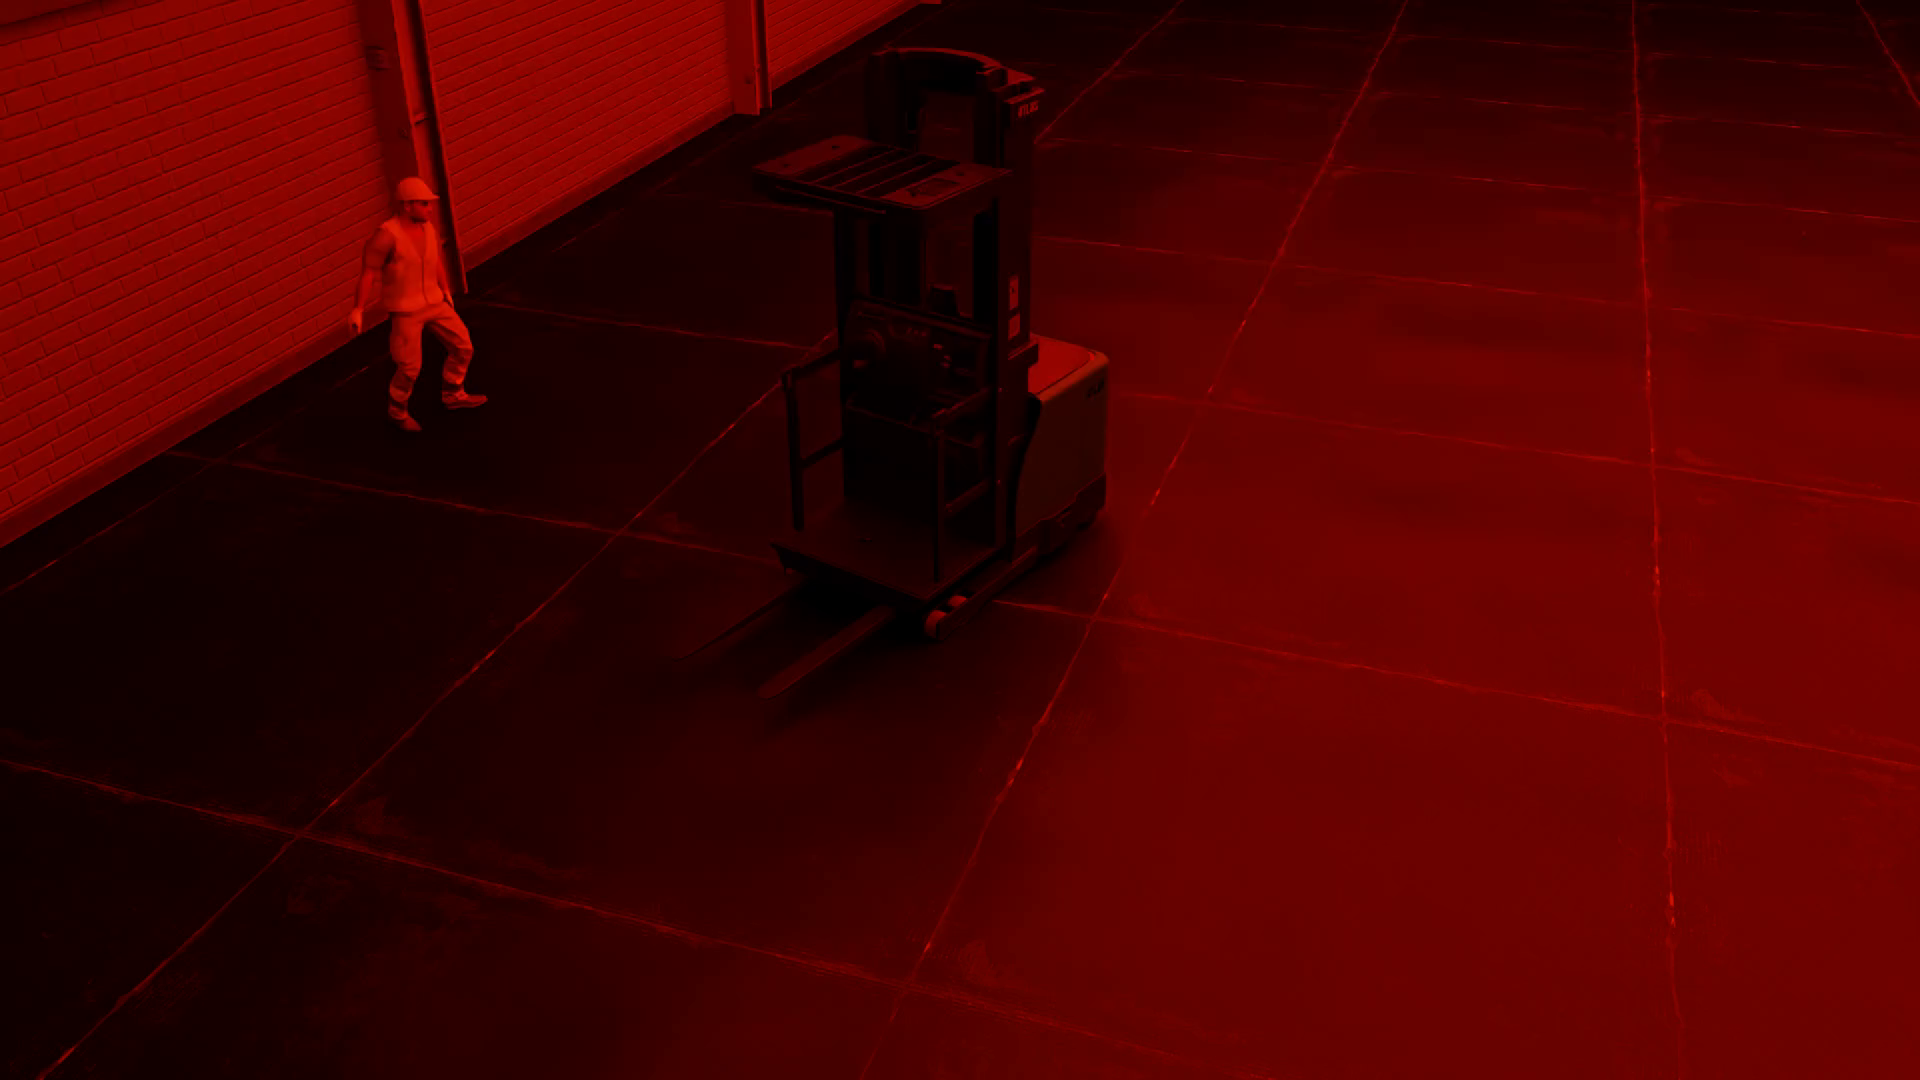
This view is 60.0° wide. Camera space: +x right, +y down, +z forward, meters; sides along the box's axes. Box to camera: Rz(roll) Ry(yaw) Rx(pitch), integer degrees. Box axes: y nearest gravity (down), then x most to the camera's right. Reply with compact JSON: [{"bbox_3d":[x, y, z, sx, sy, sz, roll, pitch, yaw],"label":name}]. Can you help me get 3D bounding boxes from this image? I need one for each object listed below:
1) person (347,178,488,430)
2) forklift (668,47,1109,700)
[{"bbox_3d":[-3.680,-1.549,11.120,0.484,1.756,0.890,20,35,31],"label":"person"},{"bbox_3d":[-0.362,-0.993,8.878,1.130,2.935,3.031,19,35,30],"label":"forklift"}]
